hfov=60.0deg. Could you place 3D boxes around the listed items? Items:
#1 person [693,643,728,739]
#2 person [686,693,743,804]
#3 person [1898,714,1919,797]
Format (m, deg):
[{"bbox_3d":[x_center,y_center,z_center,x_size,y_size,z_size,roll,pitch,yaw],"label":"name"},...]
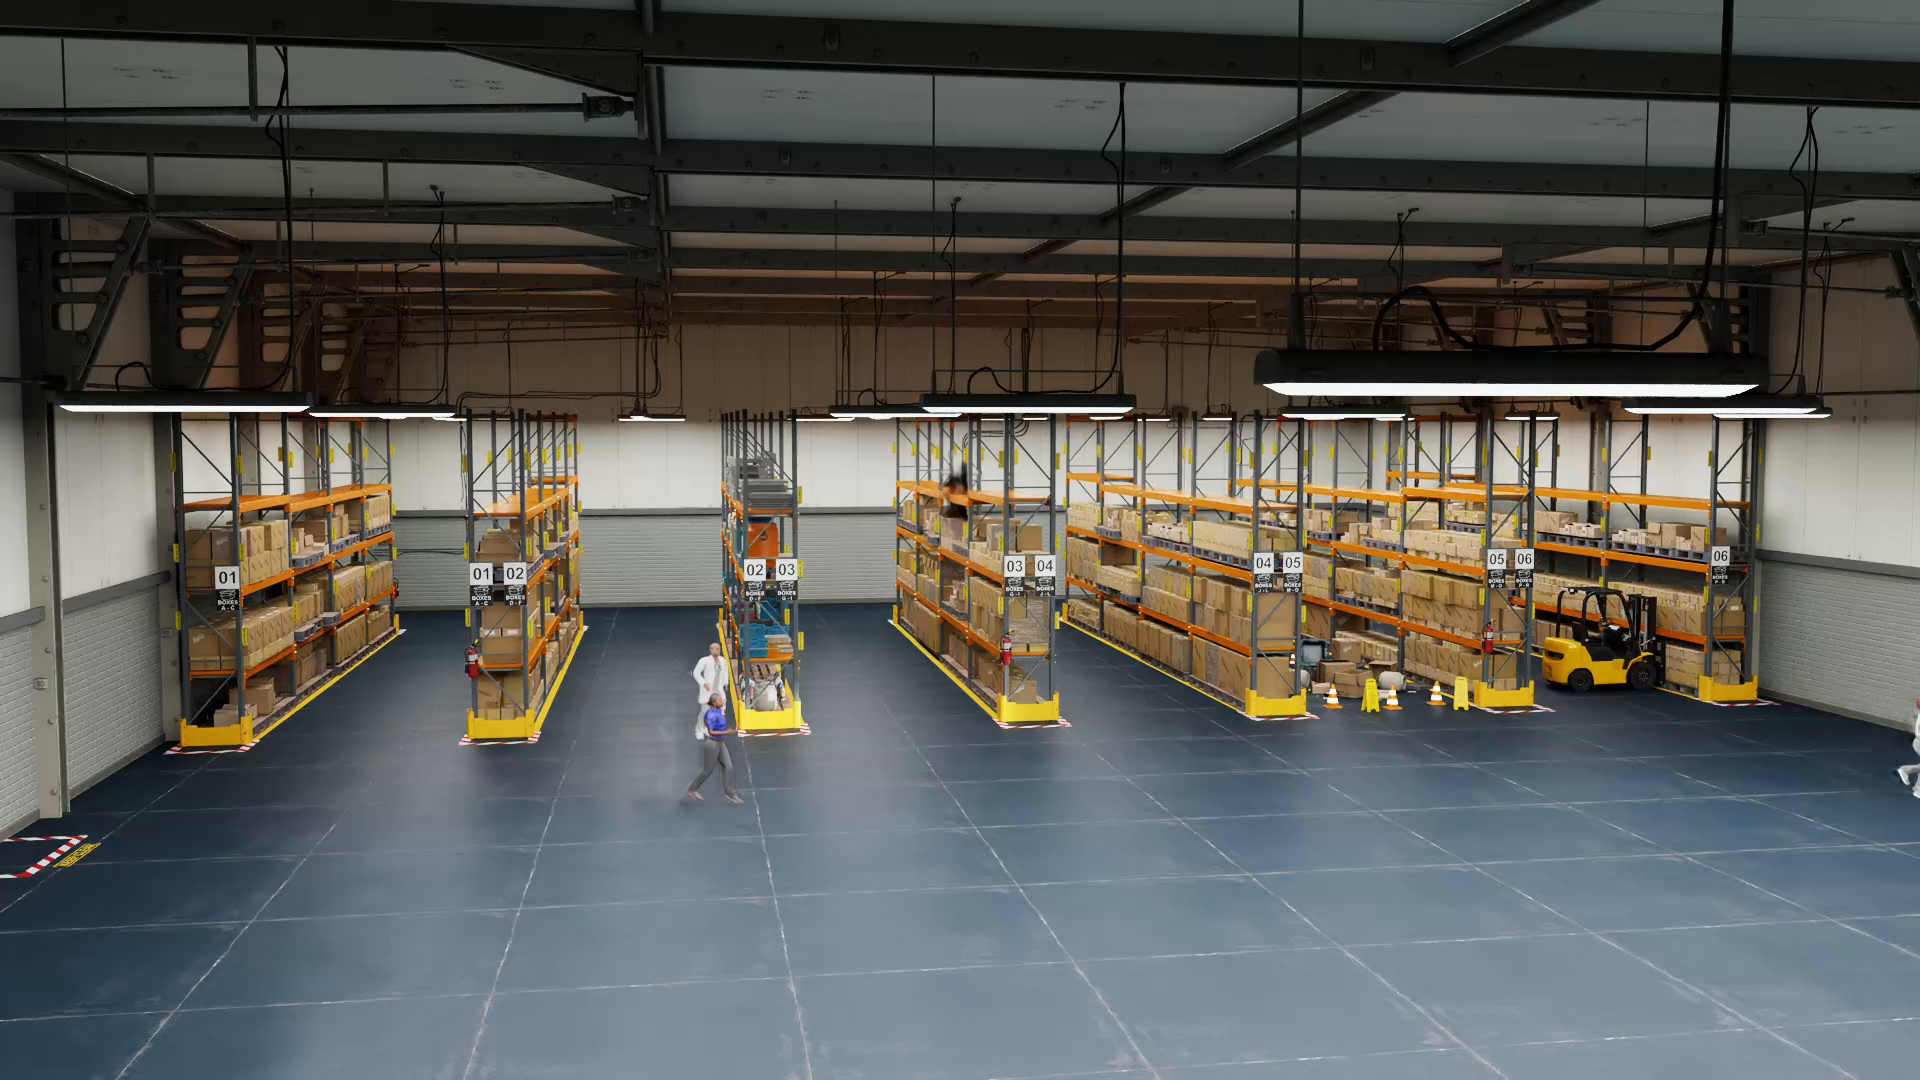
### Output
[{"bbox_3d":[-4.501,2.747,30.367,0.774,1.722,0.591,-3,5,-35],"label":"person"},{"bbox_3d":[-3.710,3.142,25.002,0.854,1.699,0.574,1,4,11],"label":"person"},{"bbox_3d":[14.726,3.179,25.490,0.554,1.566,0.610,-4,5,-42],"label":"person"}]
